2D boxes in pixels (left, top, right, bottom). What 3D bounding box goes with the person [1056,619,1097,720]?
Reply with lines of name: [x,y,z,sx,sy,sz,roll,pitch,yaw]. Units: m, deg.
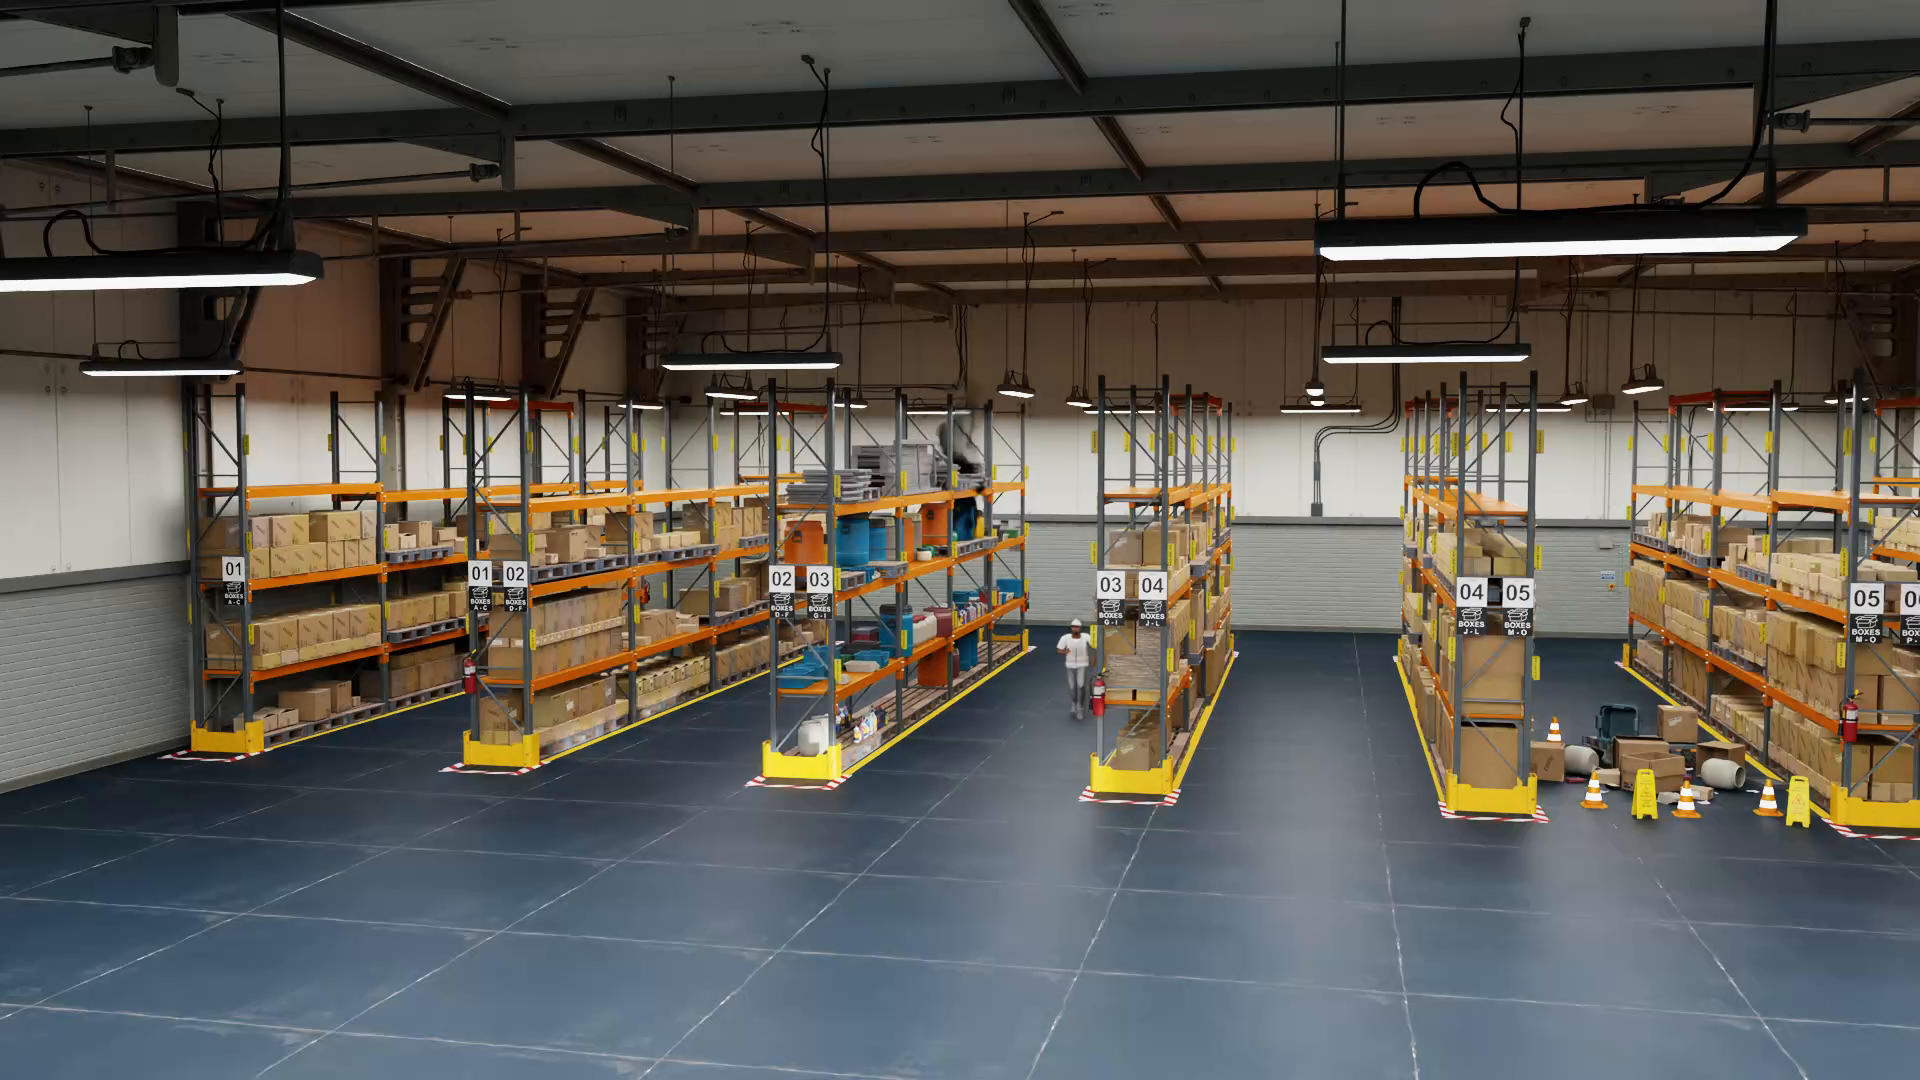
person: [2.139,2.365,30.614,0.720,1.833,0.787,1,3,13]
